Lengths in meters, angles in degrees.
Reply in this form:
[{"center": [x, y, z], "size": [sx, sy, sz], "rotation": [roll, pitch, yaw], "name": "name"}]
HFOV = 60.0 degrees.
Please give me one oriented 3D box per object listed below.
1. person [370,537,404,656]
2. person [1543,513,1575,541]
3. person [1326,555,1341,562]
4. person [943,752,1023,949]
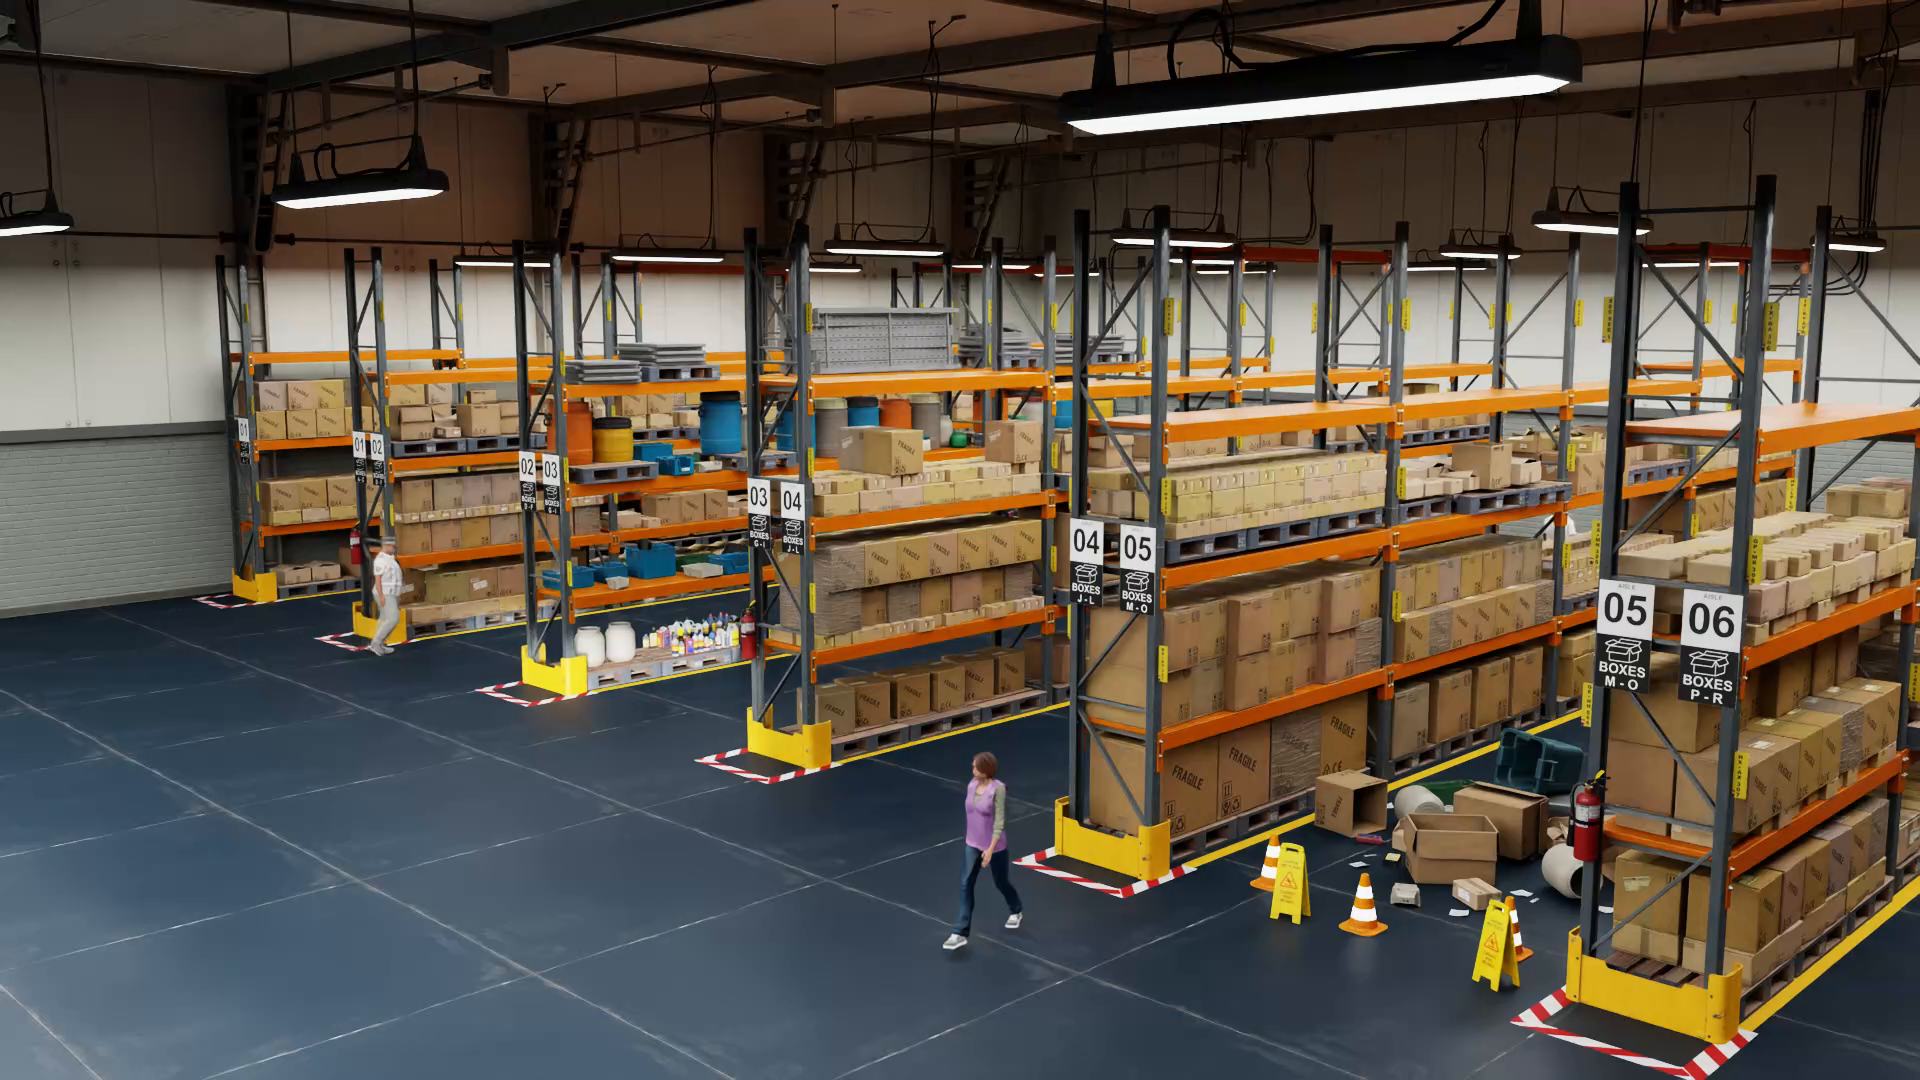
[{"center": [-8.507, 0.820, 24.607], "size": [0.480, 1.728, 0.656], "rotation": [0, 8, -3], "name": "person"}, {"center": [10.514, 0.170, 29.241], "size": [0.564, 1.712, 1.088], "rotation": [4, 9, 26], "name": "person"}, {"center": [5.086, 1.078, 22.837], "size": [0.636, 1.826, 0.632], "rotation": [-4, 9, -29], "name": "person"}, {"center": [0.196, 2.479, 13.492], "size": [0.436, 1.547, 0.908], "rotation": [6, 10, 36], "name": "person"}]
